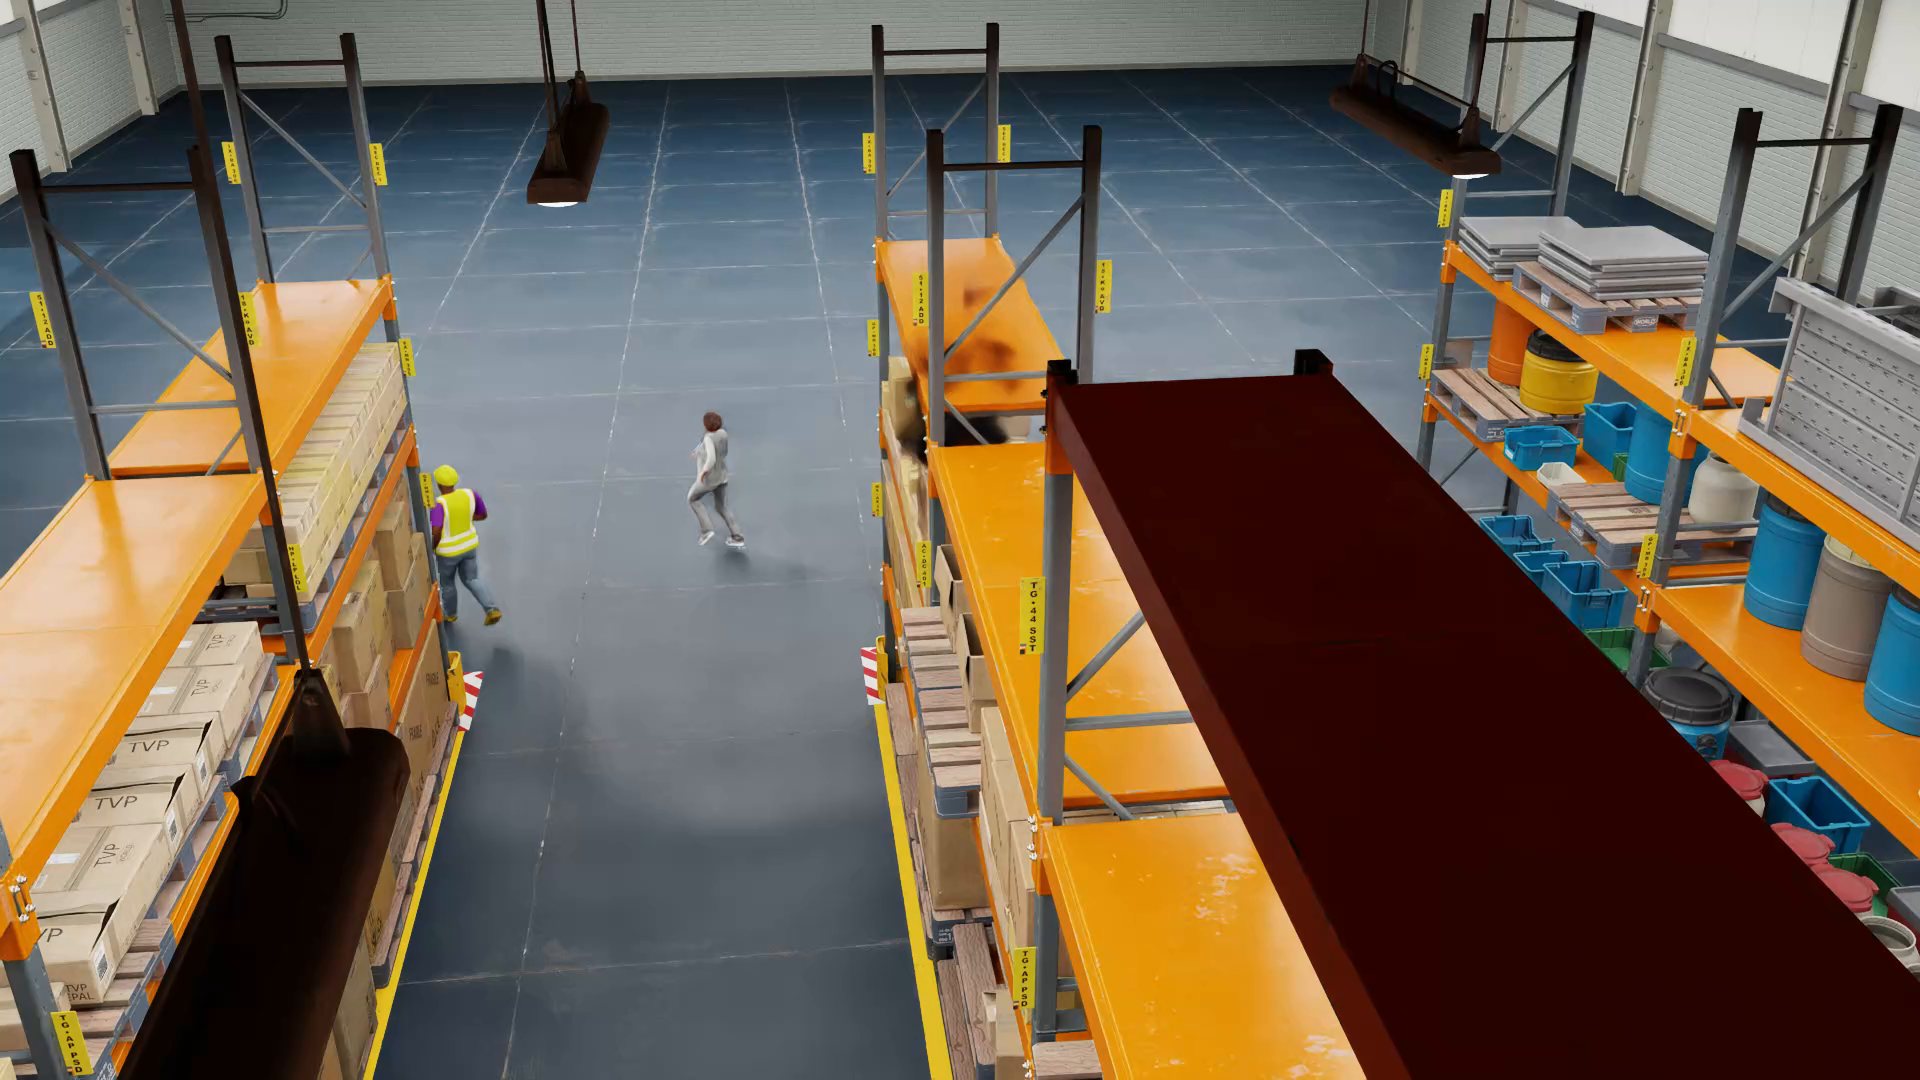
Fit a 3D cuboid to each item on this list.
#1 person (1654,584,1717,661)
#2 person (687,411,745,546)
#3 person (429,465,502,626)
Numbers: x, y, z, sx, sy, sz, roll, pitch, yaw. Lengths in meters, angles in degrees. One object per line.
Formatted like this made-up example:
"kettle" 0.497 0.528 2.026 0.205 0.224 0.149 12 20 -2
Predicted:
"person" 6.453 0.785 14.974 0.620 1.622 0.823 -7 26 -13
"person" -2.676 -0.629 18.015 0.690 1.609 0.546 16 30 31
"person" -4.914 0.090 16.253 0.983 1.767 0.705 22 33 38
